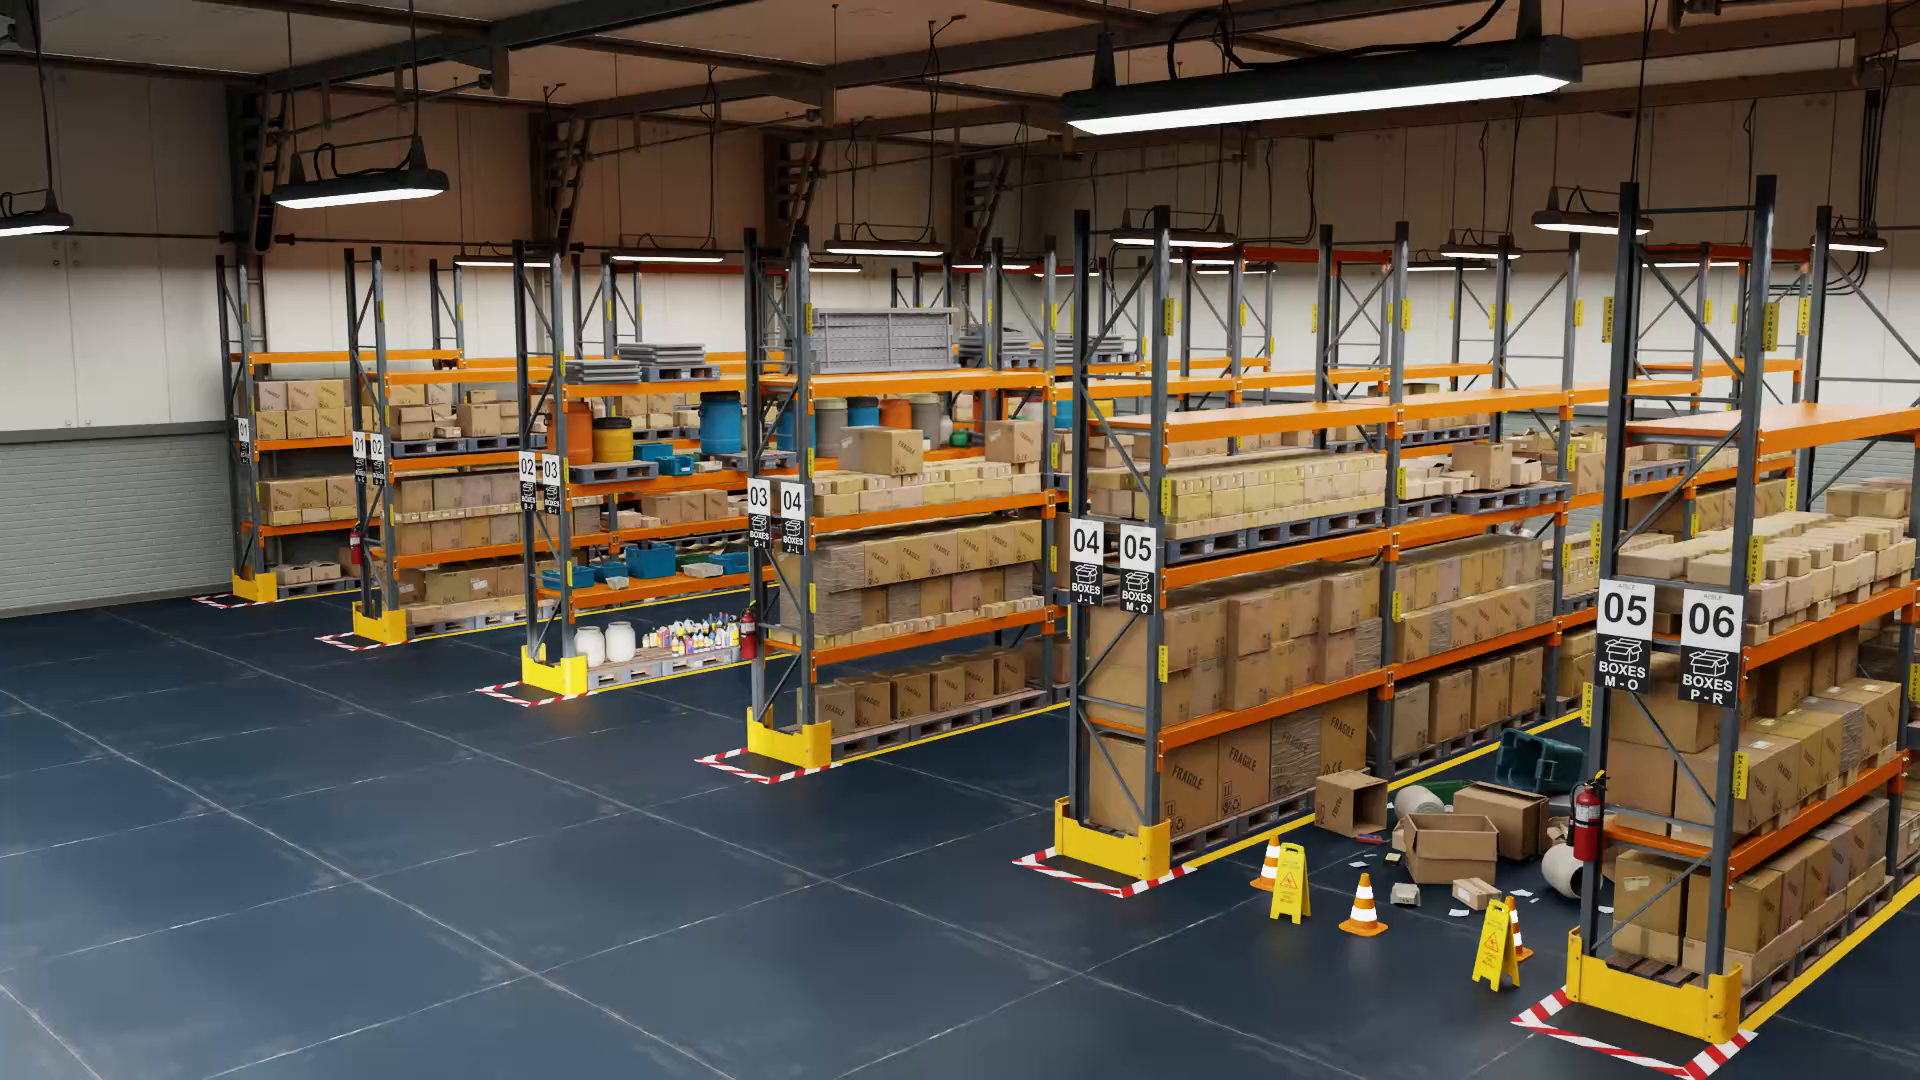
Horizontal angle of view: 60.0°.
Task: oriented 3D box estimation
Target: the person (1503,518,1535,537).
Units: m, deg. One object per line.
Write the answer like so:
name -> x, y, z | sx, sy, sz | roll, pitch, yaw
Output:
person -> 9.277, 0.399, 27.688 | 0.698, 1.757, 0.728 | 5, 10, 34
